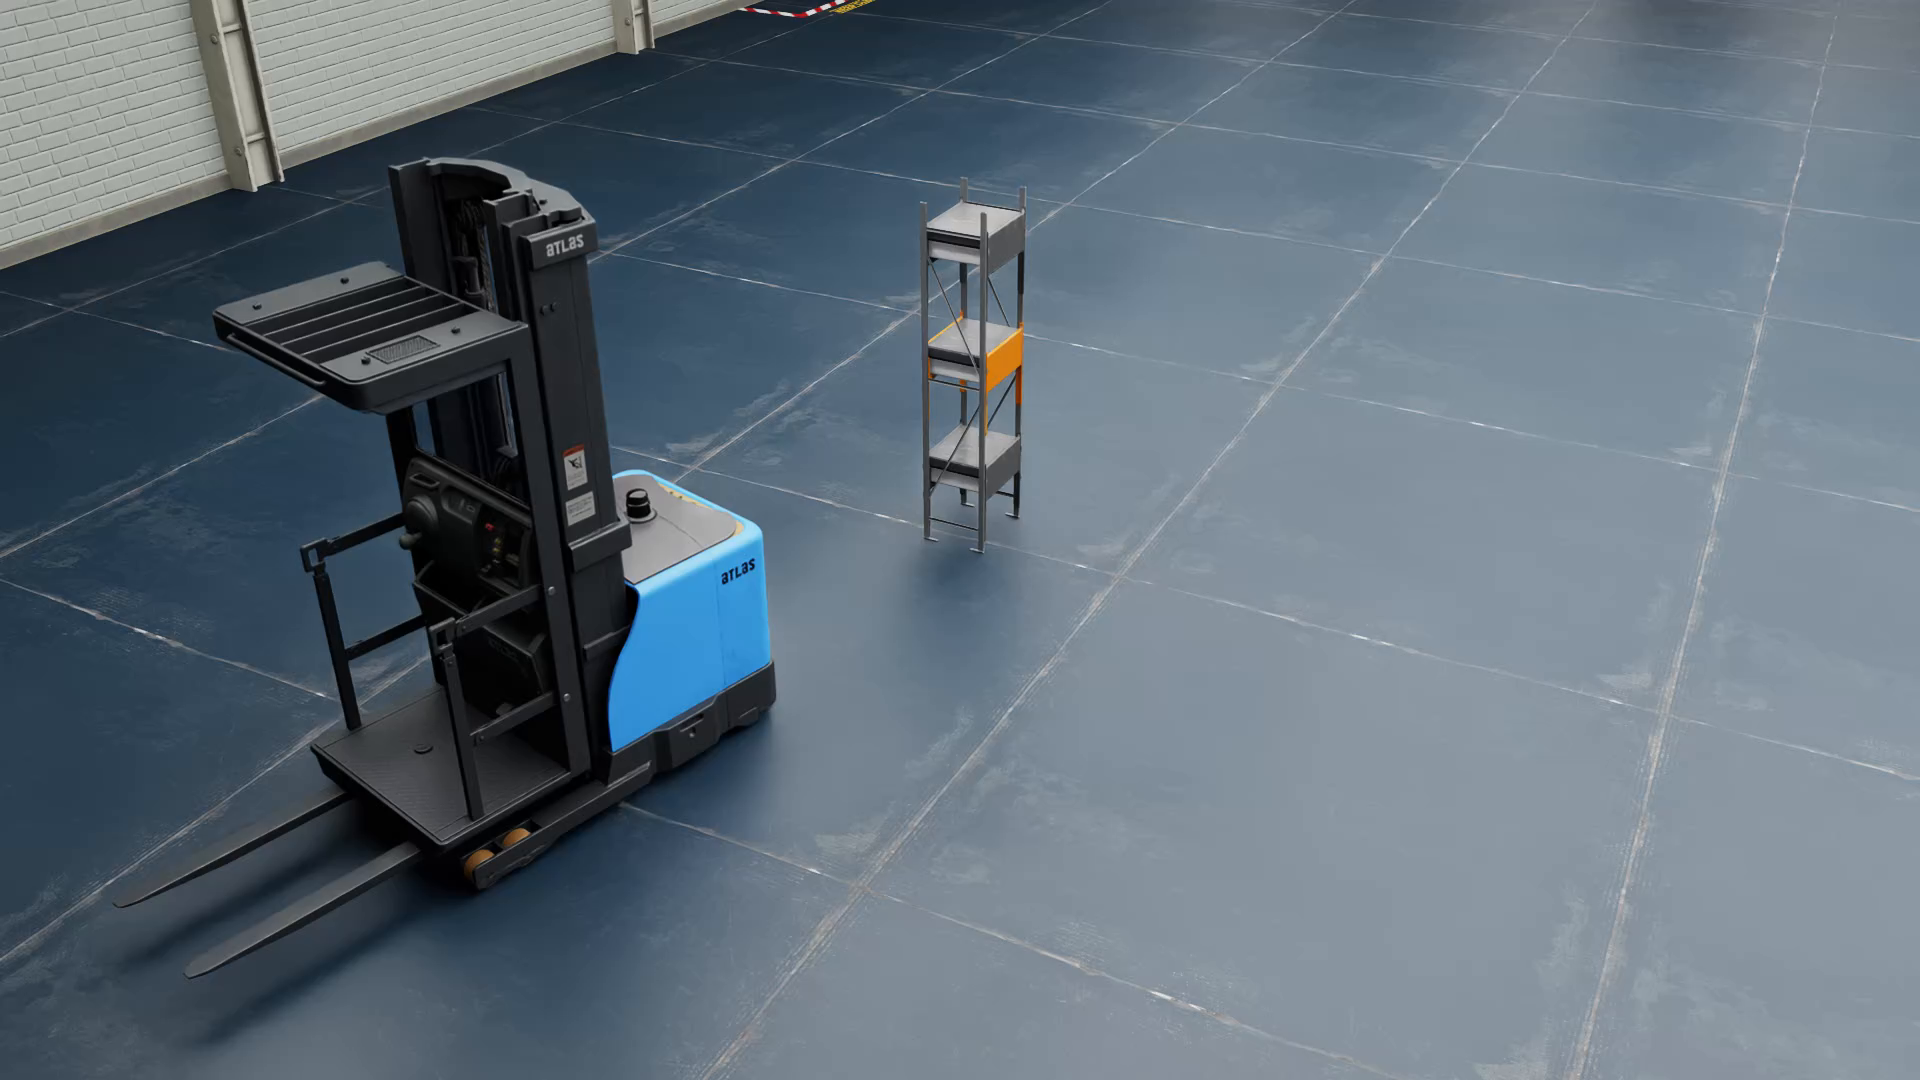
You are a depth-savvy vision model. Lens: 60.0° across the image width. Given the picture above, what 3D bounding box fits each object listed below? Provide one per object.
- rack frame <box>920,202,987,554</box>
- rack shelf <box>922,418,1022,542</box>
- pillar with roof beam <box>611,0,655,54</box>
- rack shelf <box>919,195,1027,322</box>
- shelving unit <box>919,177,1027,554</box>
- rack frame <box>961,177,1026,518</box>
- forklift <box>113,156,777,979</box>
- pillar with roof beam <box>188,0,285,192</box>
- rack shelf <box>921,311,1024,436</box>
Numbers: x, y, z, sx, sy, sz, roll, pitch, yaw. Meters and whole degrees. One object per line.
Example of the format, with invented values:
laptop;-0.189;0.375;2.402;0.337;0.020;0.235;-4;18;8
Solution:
rack frame;-0.036;-0.876;9.457;0.400;2.100;0.015;14;33;23
rack shelf;0.075;-0.365;10.001;0.431;0.518;0.480;14;33;23
pillar with roof beam;-0.197;-9.015;16.703;9.100;9.000;0.400;14;33;23
rack shelf;0.075;-1.579;9.304;0.431;0.518;0.480;14;33;23
shelving unit;0.075;-0.984;9.645;0.431;2.100;0.503;14;33;23
rack frame;0.187;-1.092;9.834;0.400;2.100;0.015;14;33;23
forklift;-2.292;-0.017;7.126;1.130;2.935;3.031;24;38;35
pillar with roof beam;-2.930;-6.355;12.071;9.100;9.000;0.400;14;33;23
rack shelf;0.075;-0.972;9.652;0.431;0.518;0.480;14;33;23
